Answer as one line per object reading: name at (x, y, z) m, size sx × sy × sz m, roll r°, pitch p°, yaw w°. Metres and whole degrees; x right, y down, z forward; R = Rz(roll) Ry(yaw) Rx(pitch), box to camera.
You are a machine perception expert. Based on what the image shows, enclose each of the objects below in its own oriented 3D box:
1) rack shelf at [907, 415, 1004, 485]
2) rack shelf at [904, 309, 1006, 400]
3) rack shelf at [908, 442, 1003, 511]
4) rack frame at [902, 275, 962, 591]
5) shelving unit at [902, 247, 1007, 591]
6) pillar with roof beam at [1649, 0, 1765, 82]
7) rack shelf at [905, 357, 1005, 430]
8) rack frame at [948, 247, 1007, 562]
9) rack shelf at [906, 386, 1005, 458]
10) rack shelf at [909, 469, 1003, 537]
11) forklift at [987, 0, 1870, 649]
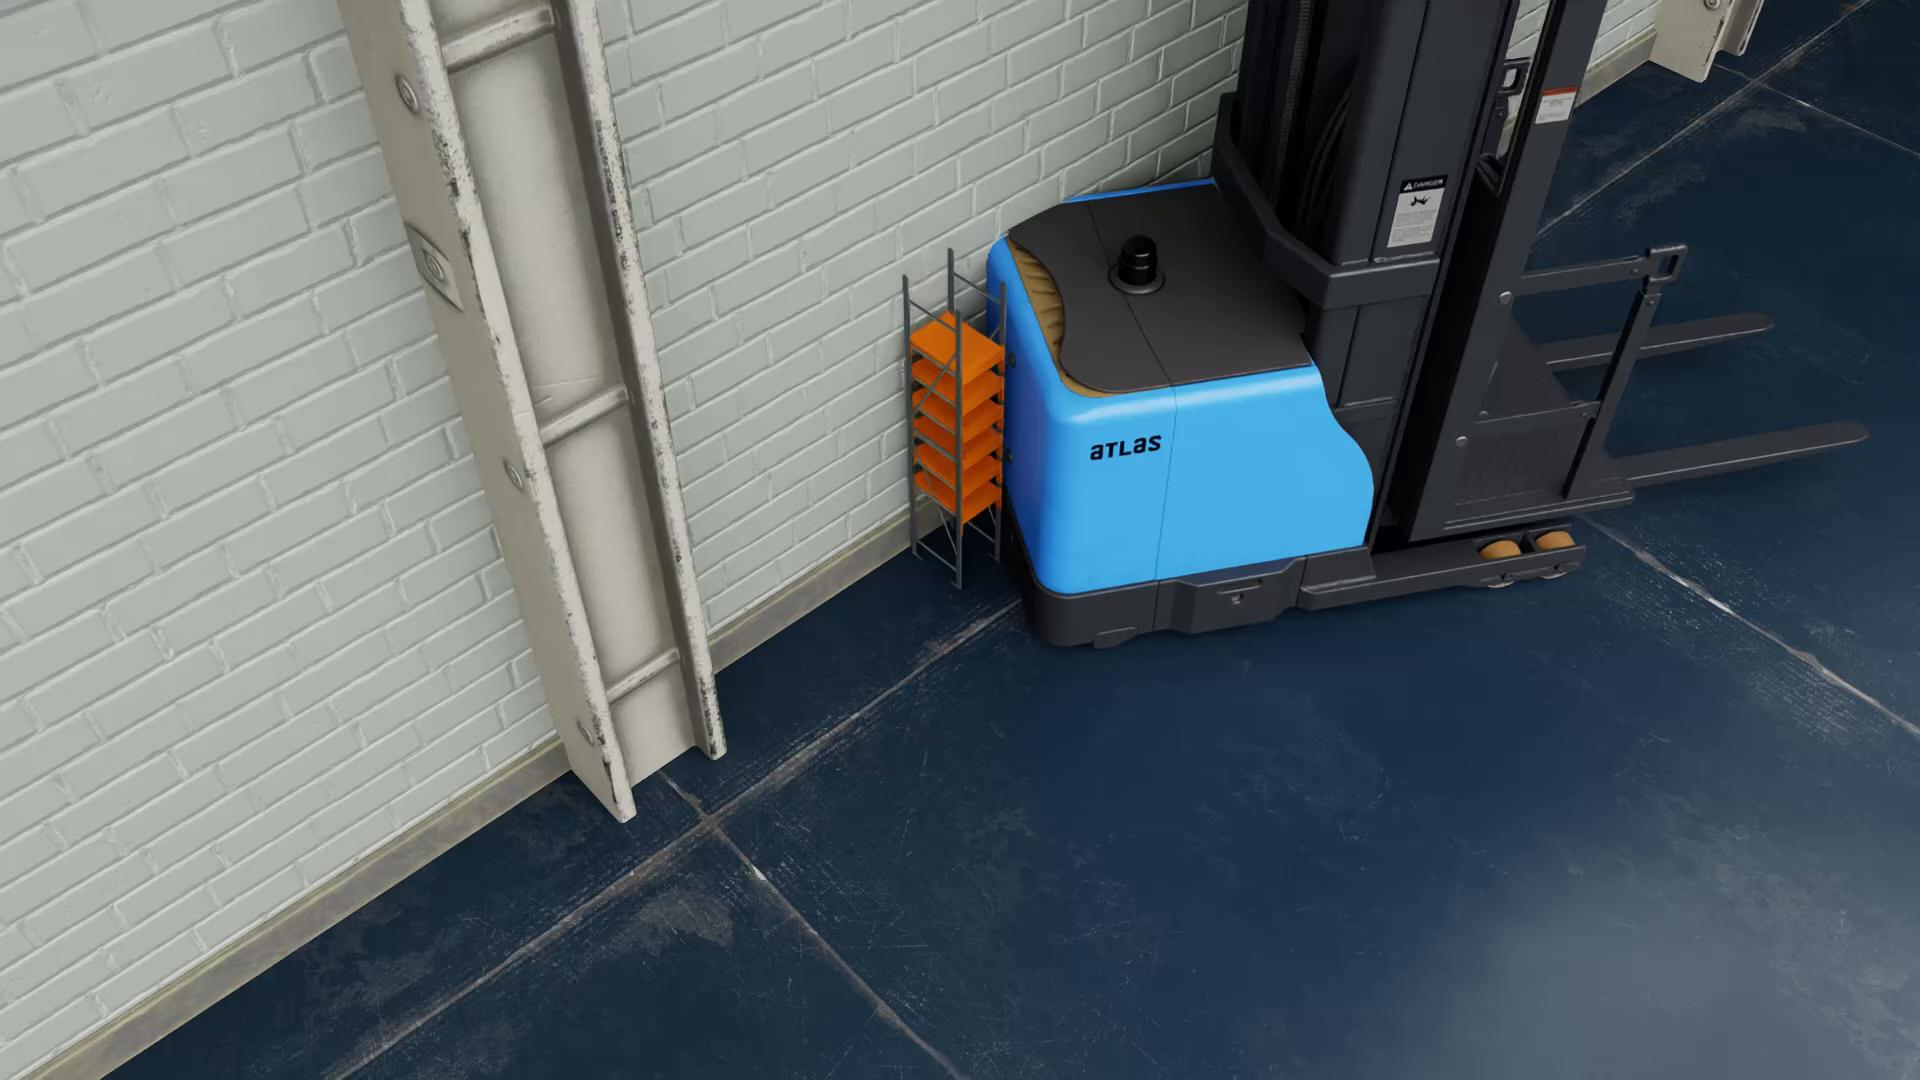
rack shelf at (-0.015, -0.317, 5.287) m, size 0.180 × 0.103 × 0.258 m, roll -36°, pitch 57°, yaw -28°
rack shelf at (-0.016, -0.562, 5.022) m, size 0.180 × 0.103 × 0.258 m, roll -36°, pitch 57°, yaw -28°
rack shelf at (-0.015, -0.236, 5.375) m, size 0.180 × 0.103 × 0.258 m, roll -36°, pitch 57°, yaw -28°
rack frame at (-0.081, -0.300, 5.211) m, size 0.006 × 1.200 × 0.240 m, roll -36°, pitch 57°, yaw -28°
shelving unit at (-0.015, -0.348, 5.254) m, size 0.189 × 1.200 × 0.258 m, roll -36°, pitch 57°, yaw -28°
pillar with roof beam at (6.368, -3.010, 2.405) m, size 0.400 × 9.000 × 9.100 m, roll -34°, pitch 56°, yaw -27°
rack shelf at (-0.016, -0.480, 5.110) m, size 0.180 × 0.103 × 0.258 m, roll -36°, pitch 57°, yaw -28°
rack frame at (0.050, -0.395, 5.298) m, size 0.006 × 1.200 × 0.240 m, roll -36°, pitch 57°, yaw -28°
rack shelf at (-0.015, -0.399, 5.199) m, size 0.180 × 0.103 × 0.258 m, roll -36°, pitch 57°, yaw -28°
rack shelf at (-0.015, -0.155, 5.463) m, size 0.180 × 0.103 × 0.258 m, roll -36°, pitch 57°, yaw -28°
forklift at (1.617, -1.205, 4.868) m, size 3.031 × 2.935 × 1.130 m, roll -9°, pitch 48°, yaw -8°
